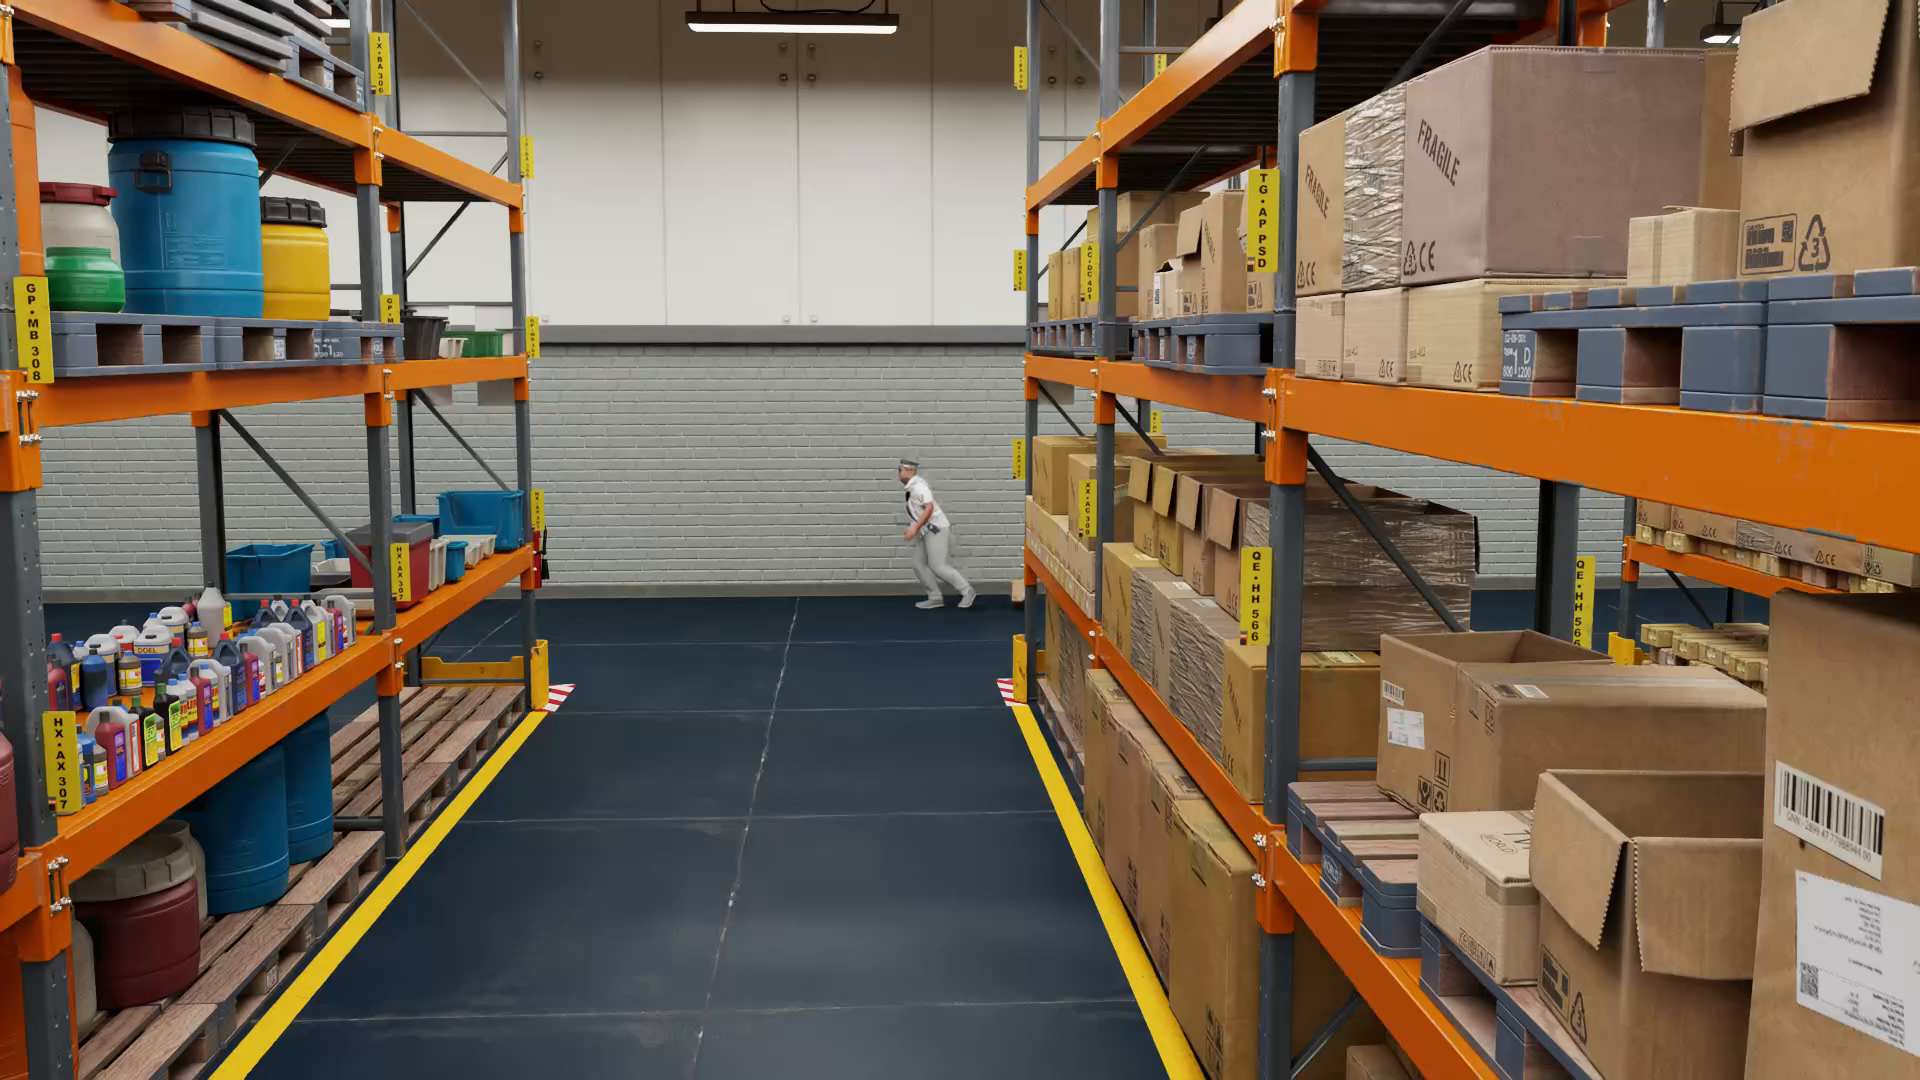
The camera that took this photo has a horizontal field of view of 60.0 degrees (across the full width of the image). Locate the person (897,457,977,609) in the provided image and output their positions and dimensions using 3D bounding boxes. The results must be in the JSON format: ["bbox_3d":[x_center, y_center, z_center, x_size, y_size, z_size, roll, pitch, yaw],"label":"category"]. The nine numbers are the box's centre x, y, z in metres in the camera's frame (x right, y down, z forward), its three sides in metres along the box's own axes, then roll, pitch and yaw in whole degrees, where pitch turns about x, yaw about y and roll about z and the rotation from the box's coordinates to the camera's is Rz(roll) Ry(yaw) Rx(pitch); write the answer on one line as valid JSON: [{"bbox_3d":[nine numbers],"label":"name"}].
[{"bbox_3d":[-0.258,-0.079,18.206,0.847,1.667,0.666,-1,7,-12],"label":"person"}]
